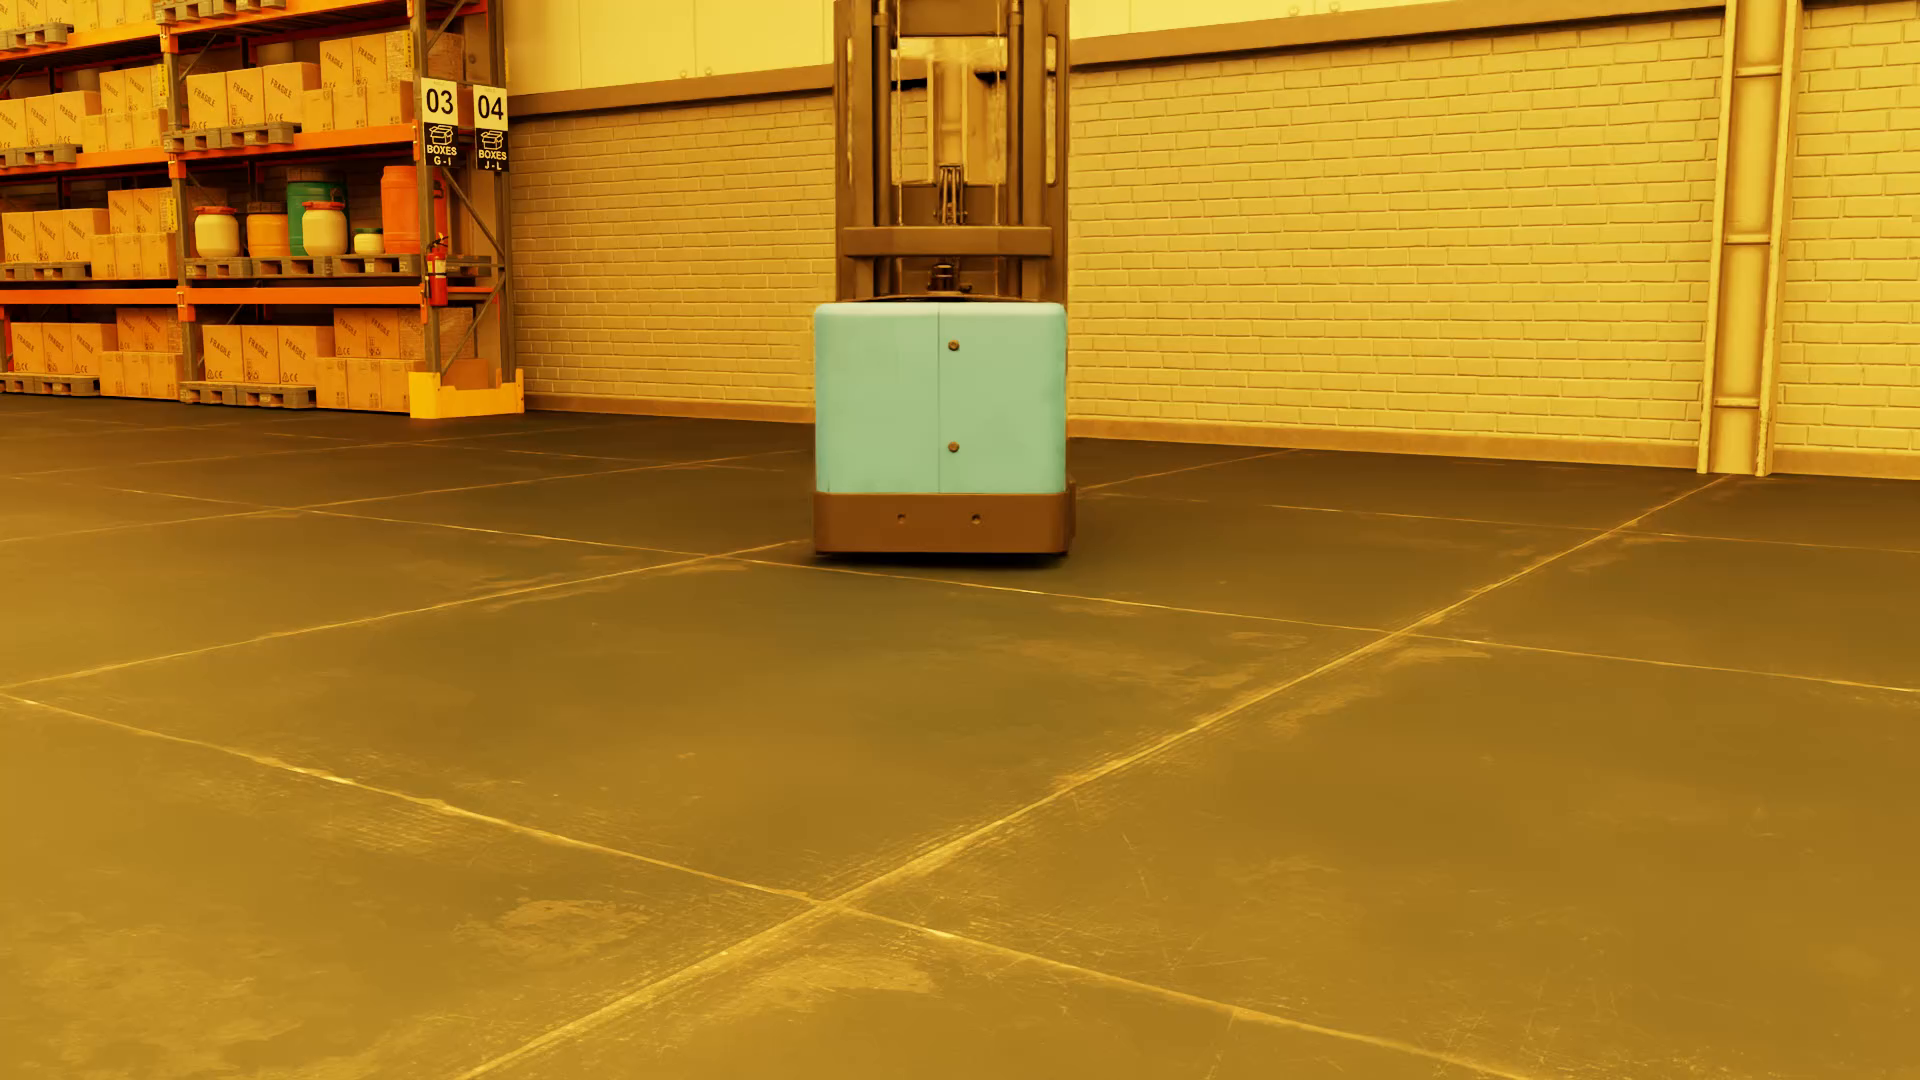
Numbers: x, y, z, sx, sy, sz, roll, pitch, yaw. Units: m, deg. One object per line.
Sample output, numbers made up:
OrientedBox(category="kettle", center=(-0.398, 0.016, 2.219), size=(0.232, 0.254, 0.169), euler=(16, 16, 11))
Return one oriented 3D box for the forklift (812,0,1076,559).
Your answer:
OrientedBox(category="forklift", center=(-0.029, -1.541, 8.032), size=(1.130, 2.935, 3.031), euler=(0, 8, 2))
